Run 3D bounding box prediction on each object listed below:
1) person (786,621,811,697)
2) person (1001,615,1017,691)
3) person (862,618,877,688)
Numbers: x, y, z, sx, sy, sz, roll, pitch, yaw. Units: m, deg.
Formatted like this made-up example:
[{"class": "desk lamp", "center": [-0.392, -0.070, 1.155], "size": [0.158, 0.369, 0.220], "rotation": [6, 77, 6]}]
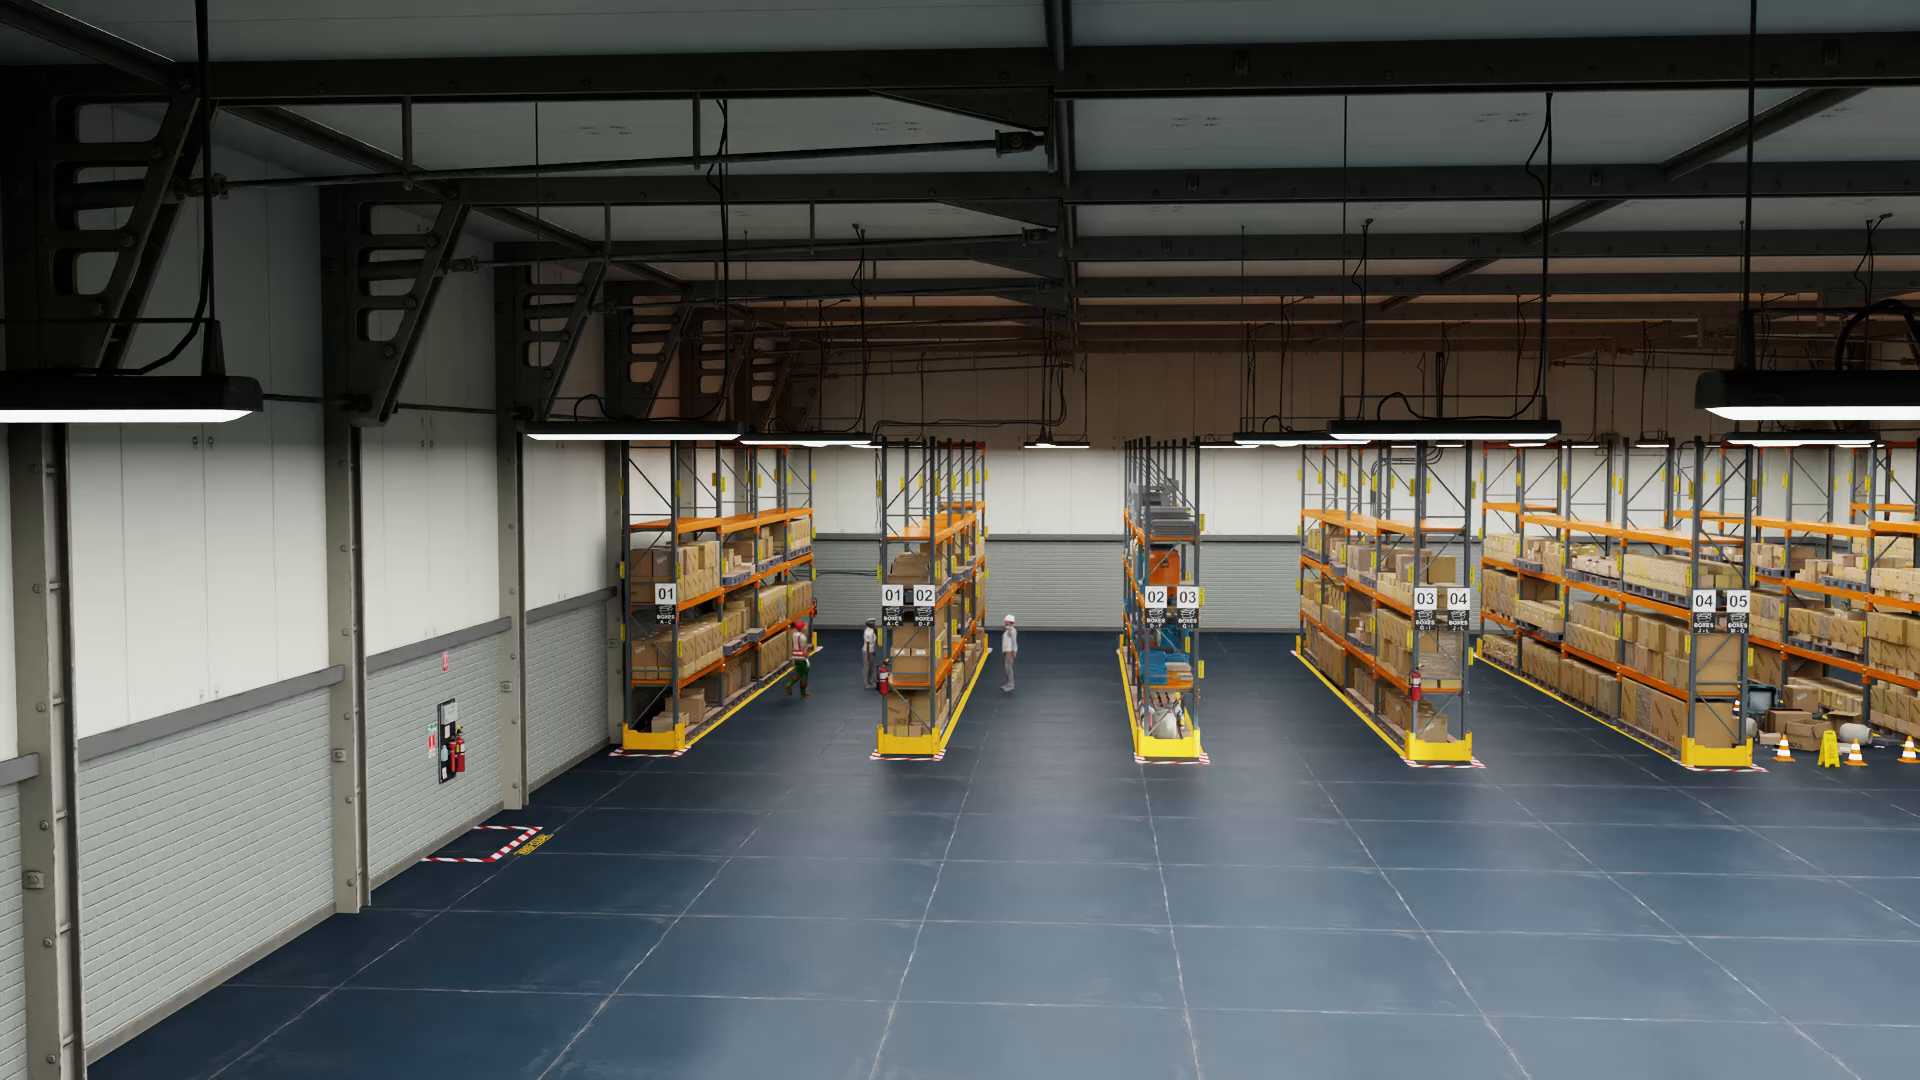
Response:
[{"class": "person", "center": [-3.733, 2.761, 38.535], "size": [0.668, 1.779, 0.555], "rotation": [-3, 4, -45]}, {"class": "person", "center": [1.169, 2.710, 39.941], "size": [0.385, 1.811, 0.622], "rotation": [0, 3, -9]}, {"class": "person", "center": [-2.184, 2.732, 40.244], "size": [0.375, 1.685, 0.456], "rotation": [0, 3, 7]}]
